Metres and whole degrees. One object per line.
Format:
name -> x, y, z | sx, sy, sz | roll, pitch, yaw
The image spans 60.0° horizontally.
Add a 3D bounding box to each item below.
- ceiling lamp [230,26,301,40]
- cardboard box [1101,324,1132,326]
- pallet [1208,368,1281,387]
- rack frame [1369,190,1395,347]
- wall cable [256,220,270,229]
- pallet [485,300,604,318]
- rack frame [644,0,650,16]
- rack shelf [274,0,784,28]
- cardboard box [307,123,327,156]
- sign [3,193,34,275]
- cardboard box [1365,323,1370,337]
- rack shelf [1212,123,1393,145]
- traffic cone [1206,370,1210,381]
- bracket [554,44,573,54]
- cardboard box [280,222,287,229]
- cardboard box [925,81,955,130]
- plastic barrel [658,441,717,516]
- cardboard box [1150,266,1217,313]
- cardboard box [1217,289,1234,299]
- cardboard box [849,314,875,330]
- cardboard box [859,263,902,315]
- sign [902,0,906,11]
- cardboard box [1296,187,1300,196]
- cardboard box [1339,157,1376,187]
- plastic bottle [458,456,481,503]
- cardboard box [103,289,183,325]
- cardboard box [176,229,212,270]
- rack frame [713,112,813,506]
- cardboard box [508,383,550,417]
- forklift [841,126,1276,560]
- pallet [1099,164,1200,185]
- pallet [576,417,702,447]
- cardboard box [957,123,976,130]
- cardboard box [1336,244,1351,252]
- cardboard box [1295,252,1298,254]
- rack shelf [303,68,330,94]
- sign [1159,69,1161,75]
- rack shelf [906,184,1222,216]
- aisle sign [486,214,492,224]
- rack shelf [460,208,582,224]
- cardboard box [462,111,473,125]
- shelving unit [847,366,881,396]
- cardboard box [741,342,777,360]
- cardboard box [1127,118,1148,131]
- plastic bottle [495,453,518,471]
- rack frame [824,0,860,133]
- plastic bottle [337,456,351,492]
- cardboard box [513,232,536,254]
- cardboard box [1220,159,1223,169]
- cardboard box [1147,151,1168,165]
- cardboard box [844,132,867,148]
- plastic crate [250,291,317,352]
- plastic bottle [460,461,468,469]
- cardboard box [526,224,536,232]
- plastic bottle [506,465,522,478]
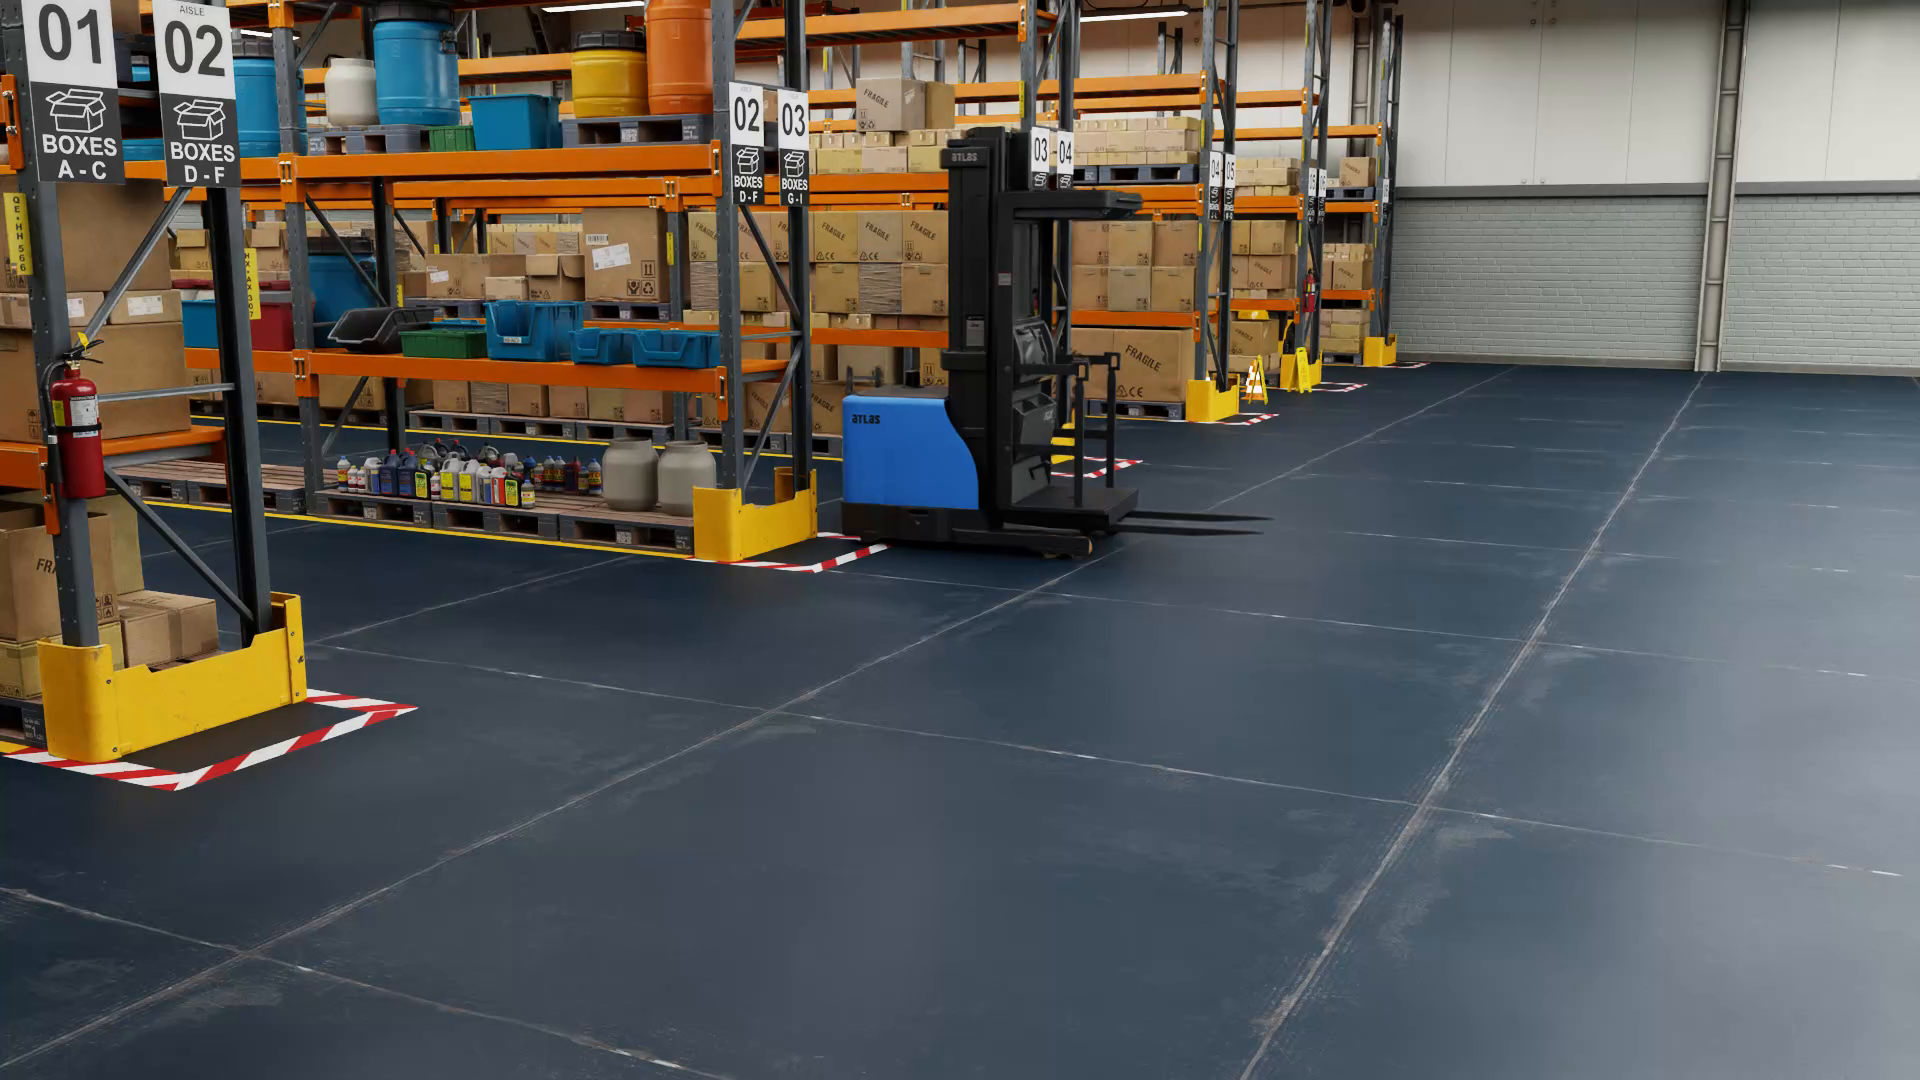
ceiling lamp -> -12.614, -10.712, 29.758 | 0.800, 3.185, 2.000 | 5, 11, 26
cardboard box -> 2.522, -3.210, 25.981 | 0.500, 0.500, 0.500 | 6, 12, 28
pallet -> 4.434, -2.506, 25.483 | 1.213, 0.211, 1.003 | 5, 11, 26
rack frame -> 7.408, -4.595, 29.198 | 0.127, 3.000, 1.000 | 5, 11, 26
wall cable -> -14.201, -6.019, 34.124 | 0.123, 1.953, 0.585 | 5, 11, 26
pallet -> -4.551, -2.606, 18.746 | 1.213, 0.211, 1.003 | 5, 11, 26
rack frame -> -4.059, -6.586, 23.353 | 0.127, 3.000, 1.000 | 5, 11, 26
rack shelf -> -3.155, -3.987, 12.137 | 4.000, 0.370, 1.077 | 5, 11, 26
cardboard box -> -7.736, -4.672, 19.741 | 0.500, 0.500, 0.500 | 6, 12, 29
sign -> -3.809, -1.238, 6.734 | 0.005, 0.325, 0.100 | 5, 11, 26
cardboard box -> 7.078, -3.765, 29.749 | 0.500, 0.250, 0.500 | 5, 12, 27
rack shelf -> 5.614, -7.154, 29.634 | 4.000, 0.370, 1.077 | 5, 11, 26
traffic cone -> 3.267, -2.024, 22.114 | 0.334, 0.463, 0.336 | 5, 11, 26
bracket -> -8.745, -10.846, 36.785 | 0.430, 0.232, 0.235 | 5, 11, 26
cardboard box -> -10.493, -4.836, 26.602 | 0.500, 0.500, 0.500 | 5, 12, 27
cardboard box -> -0.382, -4.297, 16.609 | 0.500, 0.500, 0.500 | 5, 11, 26
plastic barrel -> -1.986, -0.451, 12.104 | 0.421, 0.512, 0.421 | 0, 10, 0
cardboard box -> 2.762, -3.100, 20.512 | 0.550, 0.550, 0.875 | 5, 11, 26
cardboard box -> 4.044, -3.715, 25.041 | 0.250, 0.149, 0.380 | 5, 12, 27
cardboard box -> -0.909, -2.187, 16.596 | 0.250, 0.149, 0.380 | 5, 11, 26
cardboard box -> -0.582, -2.529, 16.667 | 0.500, 0.500, 0.875 | 5, 11, 26
sign -> -0.702, -6.682, 21.037 | 0.005, 0.325, 0.100 | 5, 11, 26
cardboard box -> 5.061, -5.233, 25.002 | 0.250, 0.149, 0.380 | 5, 11, 26
cardboard box -> 6.903, -6.372, 28.853 | 0.500, 0.500, 0.500 | 5, 12, 28
plastic bottle -> -3.691, -0.464, 12.573 | 0.185, 0.351, 0.144 | 6, 12, 28
cardboard box -> -3.814, -1.071, 7.625 | 0.250, 0.149, 0.380 | 5, 11, 25
cardboard box -> -9.355, -3.659, 20.927 | 0.637, 0.503, 0.797 | 5, 11, 24
rack frame -> -1.362, -1.428, 11.700 | 0.127, 3.000, 1.000 | 5, 11, 26
cardboard box -> -4.720, -1.702, 18.993 | 0.500, 0.500, 0.700 | 6, 12, 31
forklift -> 0.714, -1.412, 11.801 | 3.031, 2.935, 1.130 | 3, 11, 17
pallet -> 2.445, -4.493, 20.459 | 1.213, 0.211, 1.003 | 5, 11, 26
pallet -> -3.456, -1.224, 18.399 | 1.213, 0.211, 1.003 | 5, 11, 26
cardboard box -> 0.160, -5.197, 21.105 | 0.250, 0.149, 0.380 | 5, 11, 25
cardboard box -> 6.758, -5.119, 29.155 | 0.250, 0.149, 0.380 | 5, 11, 26
cardboard box -> 6.047, -5.027, 29.480 | 0.250, 0.149, 0.380 | 5, 11, 24
rack shelf -> -8.138, -5.409, 19.991 | 4.000, 0.370, 1.077 | 5, 11, 26
sign -> 3.591, -8.274, 29.831 | 0.005, 0.325, 0.100 | 5, 11, 26
rack shelf -> 1.321, -4.283, 21.072 | 4.000, 0.370, 1.077 | 5, 11, 26
aisle sign -> -9.061, -6.397, 31.856 | 0.004, 0.787, 0.394 | 5, 11, 26
rack shelf -> -7.340, -6.027, 30.709 | 4.000, 0.370, 1.077 | 5, 11, 26
cardboard box -> -5.130, -4.464, 18.365 | 0.500, 0.500, 0.500 | 5, 11, 24
shelving unit -> -0.751, -0.742, 12.914 | 0.258, 1.200, 0.189 | 1, 2, 5
cardboard box -> -2.767, -2.603, 23.328 | 0.750, 0.750, 1.050 | 5, 11, 27
cardboard box -> 2.210, -5.017, 20.111 | 0.250, 0.149, 0.380 | 5, 12, 27
plastic bottle -> -3.638, -0.561, 13.321 | 0.135, 0.276, 0.152 | 5, 12, 27
rack frame -> -1.960, -7.385, 27.765 | 0.127, 3.000, 1.000 | 5, 11, 26
plastic bottle -> -4.857, -0.523, 13.120 | 0.097, 0.271, 0.097 | 0, 10, 0
cardboard box -> -7.898, -5.442, 30.788 | 0.500, 0.500, 0.500 | 5, 11, 25
cardboard box -> 3.909, -5.619, 24.897 | 0.250, 0.149, 0.380 | 5, 11, 26
cardboard box -> 2.441, -4.604, 20.069 | 0.250, 0.149, 0.380 | 5, 11, 26
cardboard box -> -0.946, -3.923, 16.361 | 0.250, 0.149, 0.380 | 4, 11, 23
plastic crate -> -5.519, -1.764, 13.377 | 0.583, 0.464, 0.402 | 5, 11, 26
plastic bottle -> -3.815, -0.467, 12.802 | 0.135, 0.276, 0.152 | 5, 11, 26
cardboard box -> -7.781, -5.747, 30.650 | 0.250, 0.149, 0.380 | 5, 11, 26
plastic bottle -> -3.370, -0.424, 12.544 | 0.133, 0.283, 0.061 | 5, 11, 26
